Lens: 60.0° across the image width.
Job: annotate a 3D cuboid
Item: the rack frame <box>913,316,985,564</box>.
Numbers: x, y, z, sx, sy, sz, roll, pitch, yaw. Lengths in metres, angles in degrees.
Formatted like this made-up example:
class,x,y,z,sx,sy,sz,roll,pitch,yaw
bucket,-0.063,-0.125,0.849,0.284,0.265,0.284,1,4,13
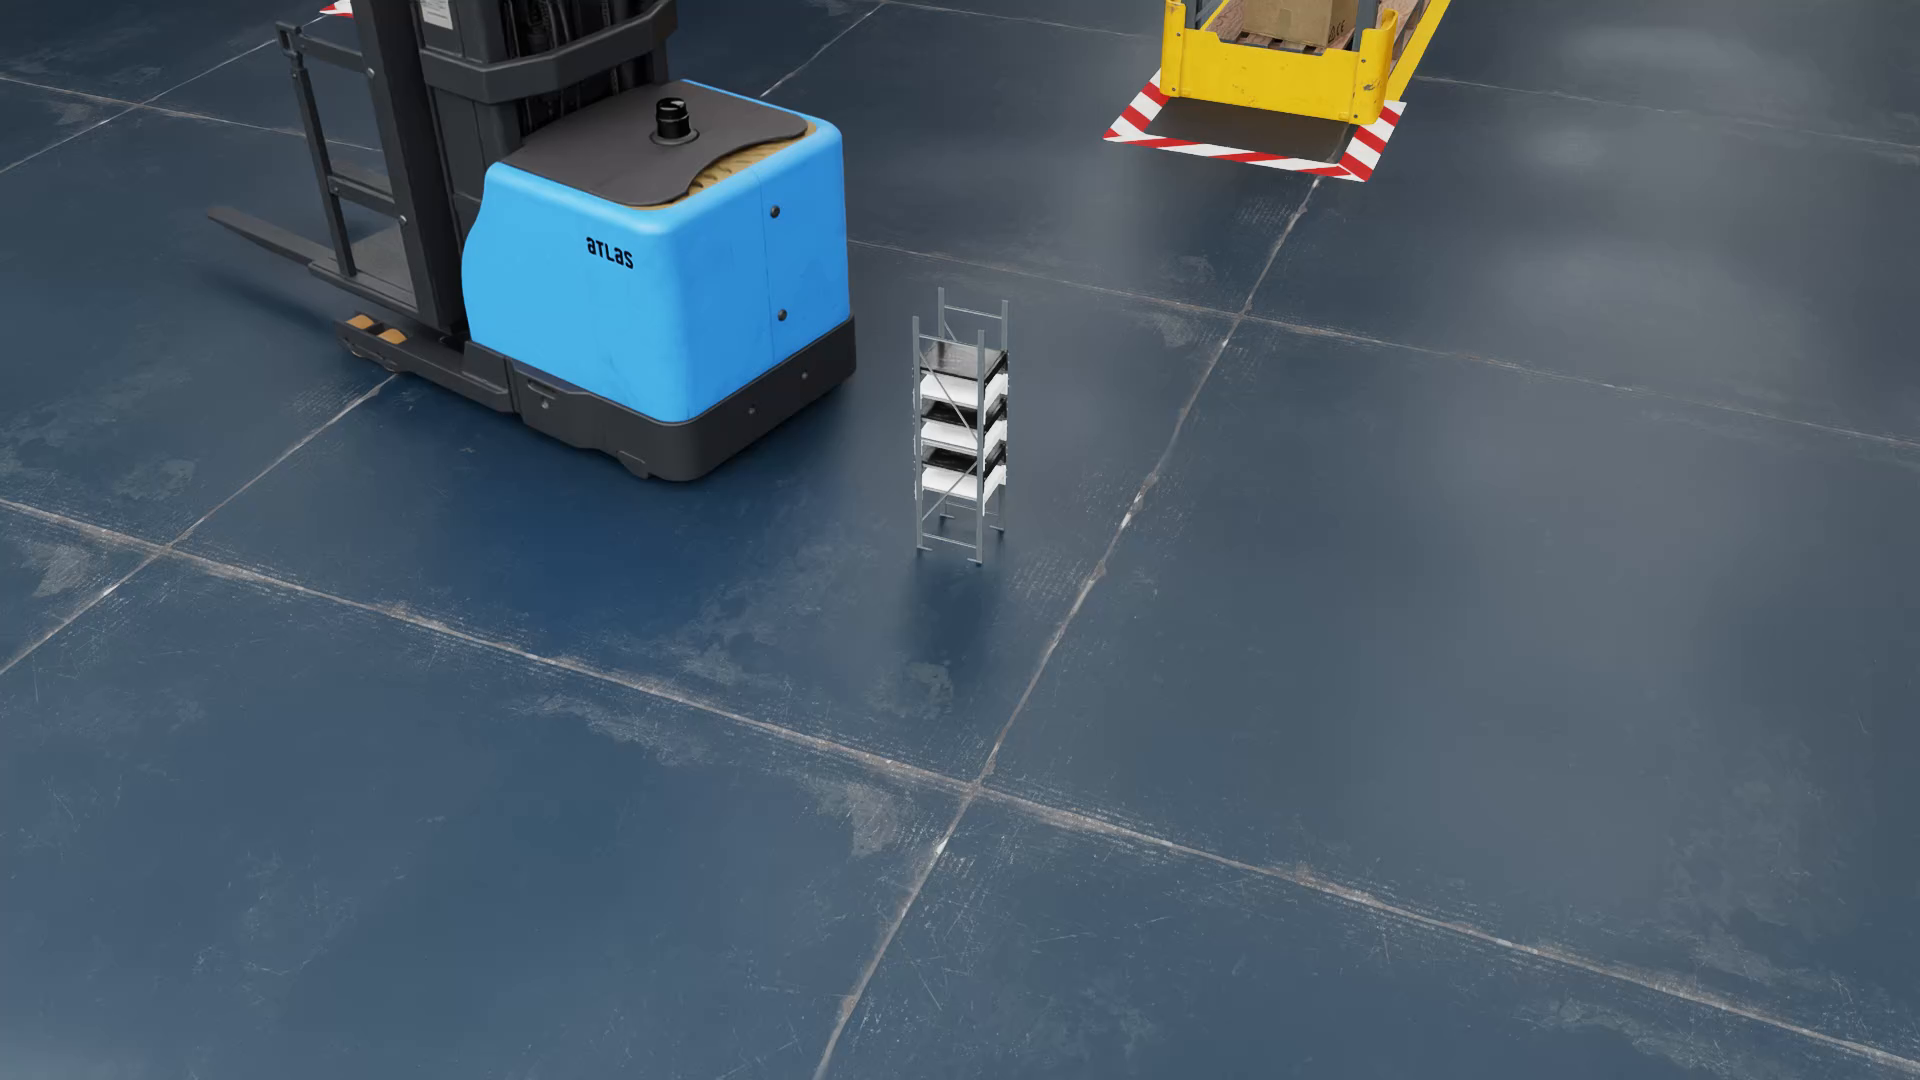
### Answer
class,x,y,z,sx,sy,sz,roll,pitch,yaw
rack frame,-0.036,-0.309,5.411,0.240,0.900,0.006,14,39,18

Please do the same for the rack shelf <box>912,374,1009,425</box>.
class,x,y,z,sx,sy,sz,roll,pitch,yaw
rack shelf,0.003,-0.482,5.399,0.258,0.077,0.200,14,39,18

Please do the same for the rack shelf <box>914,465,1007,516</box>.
class,x,y,z,sx,sy,sz,roll,pitch,yaw
rack shelf,0.003,-0.194,5.614,0.258,0.077,0.200,14,39,18

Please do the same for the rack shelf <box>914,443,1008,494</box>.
class,x,y,z,sx,sy,sz,roll,pitch,yaw
rack shelf,0.003,-0.266,5.560,0.258,0.077,0.200,14,39,18

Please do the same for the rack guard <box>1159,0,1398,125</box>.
class,x,y,z,sx,sy,sz,roll,pitch,yaw
rack guard,1.664,-2.569,8.770,1.175,0.500,0.348,14,39,18

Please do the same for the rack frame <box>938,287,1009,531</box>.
class,x,y,z,sx,sy,sz,roll,pitch,yaw
rack frame,0.042,-0.421,5.562,0.240,0.900,0.006,14,39,18

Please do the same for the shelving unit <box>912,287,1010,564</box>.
class,x,y,z,sx,sy,sz,roll,pitch,yaw
shelving unit,0.003,-0.365,5.487,0.258,0.900,0.210,14,39,18

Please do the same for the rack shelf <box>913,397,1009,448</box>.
class,x,y,z,sx,sy,sz,roll,pitch,yaw
rack shelf,0.003,-0.410,5.453,0.258,0.077,0.200,14,39,18

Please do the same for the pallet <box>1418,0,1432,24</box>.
class,x,y,z,sx,sy,sz,roll,pitch,yaw
pallet,2.472,-3.569,10.348,1.003,0.211,1.213,14,39,18

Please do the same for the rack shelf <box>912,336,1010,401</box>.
class,x,y,z,sx,sy,sz,roll,pitch,yaw
rack shelf,0.003,-0.555,5.345,0.258,0.077,0.200,14,39,18

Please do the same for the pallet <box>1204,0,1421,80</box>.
class,x,y,z,sx,sy,sz,roll,pitch,yaw
pallet,2.006,-2.895,9.448,1.003,0.211,1.213,14,39,18

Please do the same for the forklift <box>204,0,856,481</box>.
class,x,y,z,sx,sy,sz,roll,pitch,yaw
forklift,-1.903,-2.080,6.085,3.031,2.935,1.130,23,43,28

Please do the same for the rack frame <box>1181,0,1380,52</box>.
class,x,y,z,sx,sy,sz,roll,pitch,yaw
rack frame,1.635,-3.529,7.965,1.000,3.000,0.127,14,39,18

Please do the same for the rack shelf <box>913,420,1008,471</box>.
class,x,y,z,sx,sy,sz,roll,pitch,yaw
rack shelf,0.003,-0.338,5.507,0.258,0.077,0.200,14,39,18

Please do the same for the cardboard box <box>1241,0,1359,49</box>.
class,x,y,z,sx,sy,sz,roll,pitch,yaw
cardboard box,1.888,-3.037,9.045,0.500,0.500,0.500,21,42,26
